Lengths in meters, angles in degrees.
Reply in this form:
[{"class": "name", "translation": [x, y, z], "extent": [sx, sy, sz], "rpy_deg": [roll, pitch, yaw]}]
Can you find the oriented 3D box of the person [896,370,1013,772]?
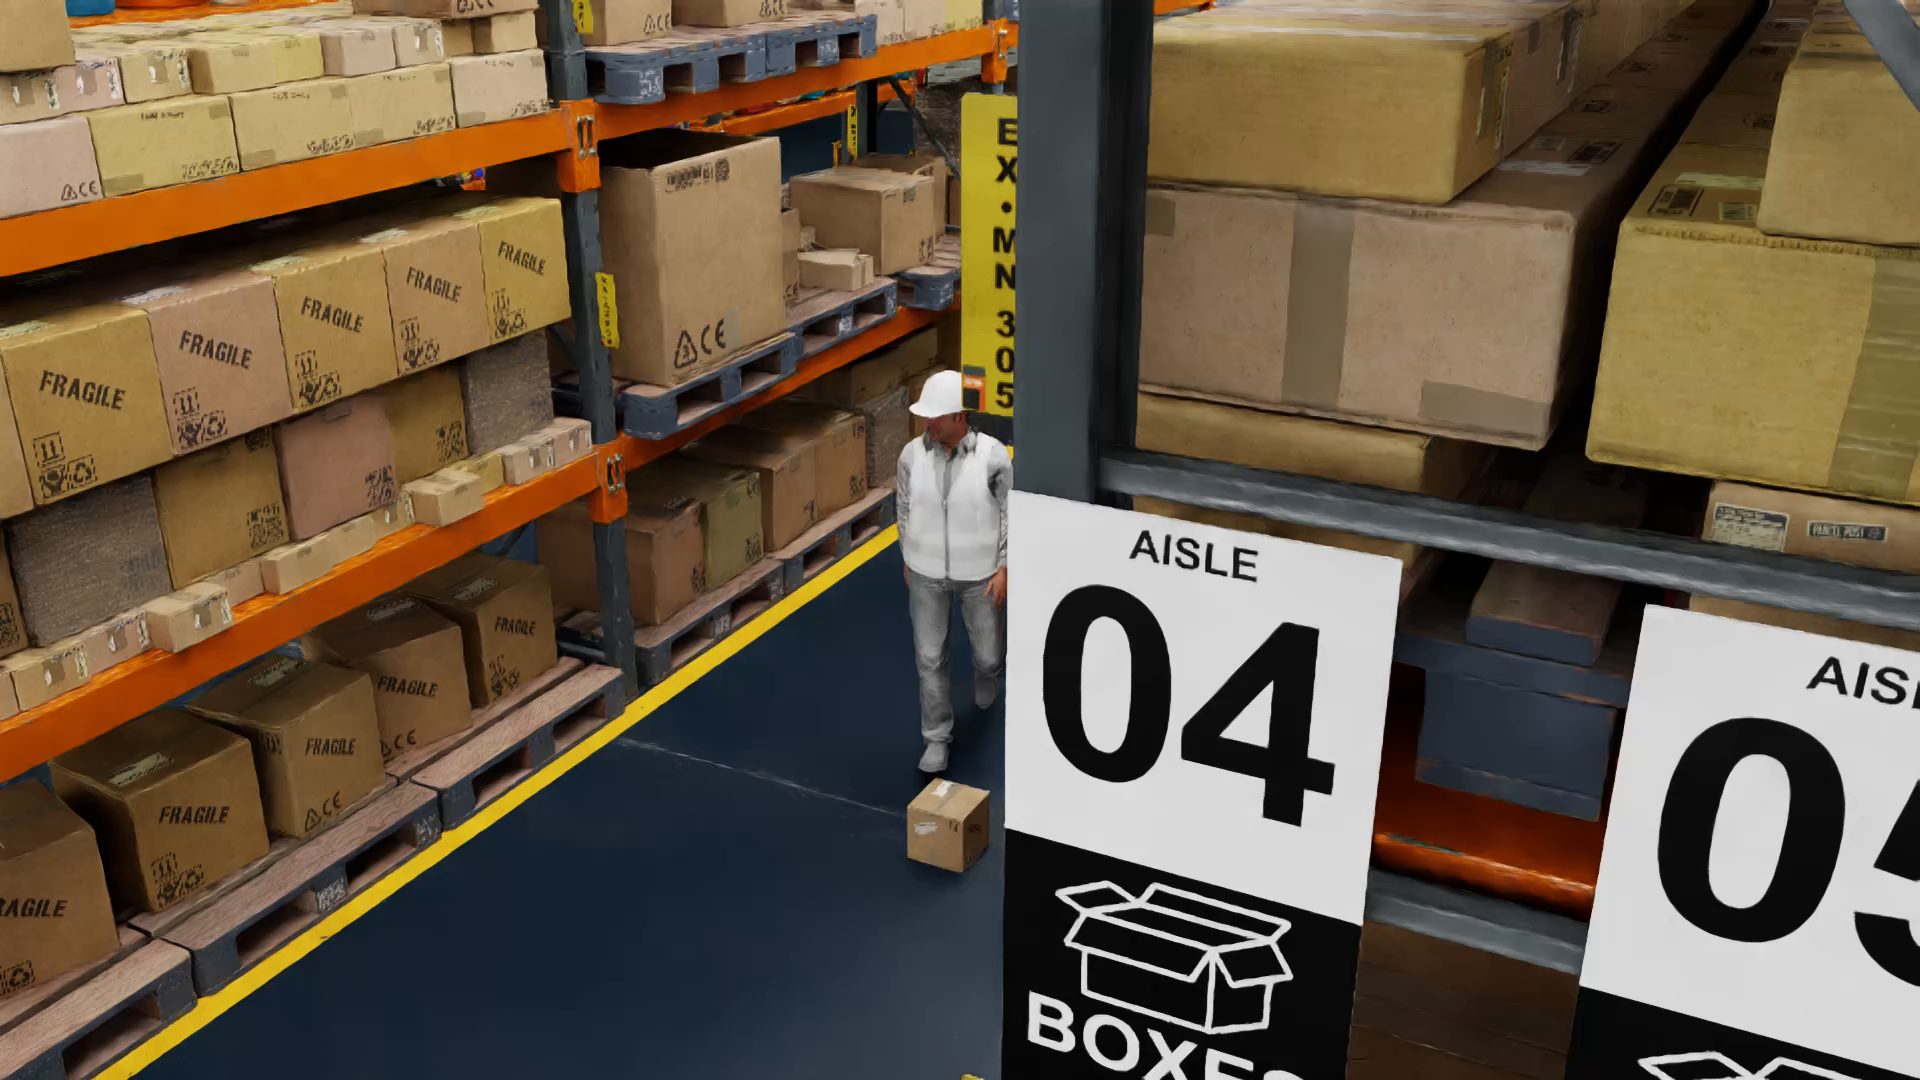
[{"class": "person", "translation": [-0.022, 0.104, 7.311], "extent": [0.544, 1.766, 0.803], "rpy_deg": [3, 23, 8]}]
